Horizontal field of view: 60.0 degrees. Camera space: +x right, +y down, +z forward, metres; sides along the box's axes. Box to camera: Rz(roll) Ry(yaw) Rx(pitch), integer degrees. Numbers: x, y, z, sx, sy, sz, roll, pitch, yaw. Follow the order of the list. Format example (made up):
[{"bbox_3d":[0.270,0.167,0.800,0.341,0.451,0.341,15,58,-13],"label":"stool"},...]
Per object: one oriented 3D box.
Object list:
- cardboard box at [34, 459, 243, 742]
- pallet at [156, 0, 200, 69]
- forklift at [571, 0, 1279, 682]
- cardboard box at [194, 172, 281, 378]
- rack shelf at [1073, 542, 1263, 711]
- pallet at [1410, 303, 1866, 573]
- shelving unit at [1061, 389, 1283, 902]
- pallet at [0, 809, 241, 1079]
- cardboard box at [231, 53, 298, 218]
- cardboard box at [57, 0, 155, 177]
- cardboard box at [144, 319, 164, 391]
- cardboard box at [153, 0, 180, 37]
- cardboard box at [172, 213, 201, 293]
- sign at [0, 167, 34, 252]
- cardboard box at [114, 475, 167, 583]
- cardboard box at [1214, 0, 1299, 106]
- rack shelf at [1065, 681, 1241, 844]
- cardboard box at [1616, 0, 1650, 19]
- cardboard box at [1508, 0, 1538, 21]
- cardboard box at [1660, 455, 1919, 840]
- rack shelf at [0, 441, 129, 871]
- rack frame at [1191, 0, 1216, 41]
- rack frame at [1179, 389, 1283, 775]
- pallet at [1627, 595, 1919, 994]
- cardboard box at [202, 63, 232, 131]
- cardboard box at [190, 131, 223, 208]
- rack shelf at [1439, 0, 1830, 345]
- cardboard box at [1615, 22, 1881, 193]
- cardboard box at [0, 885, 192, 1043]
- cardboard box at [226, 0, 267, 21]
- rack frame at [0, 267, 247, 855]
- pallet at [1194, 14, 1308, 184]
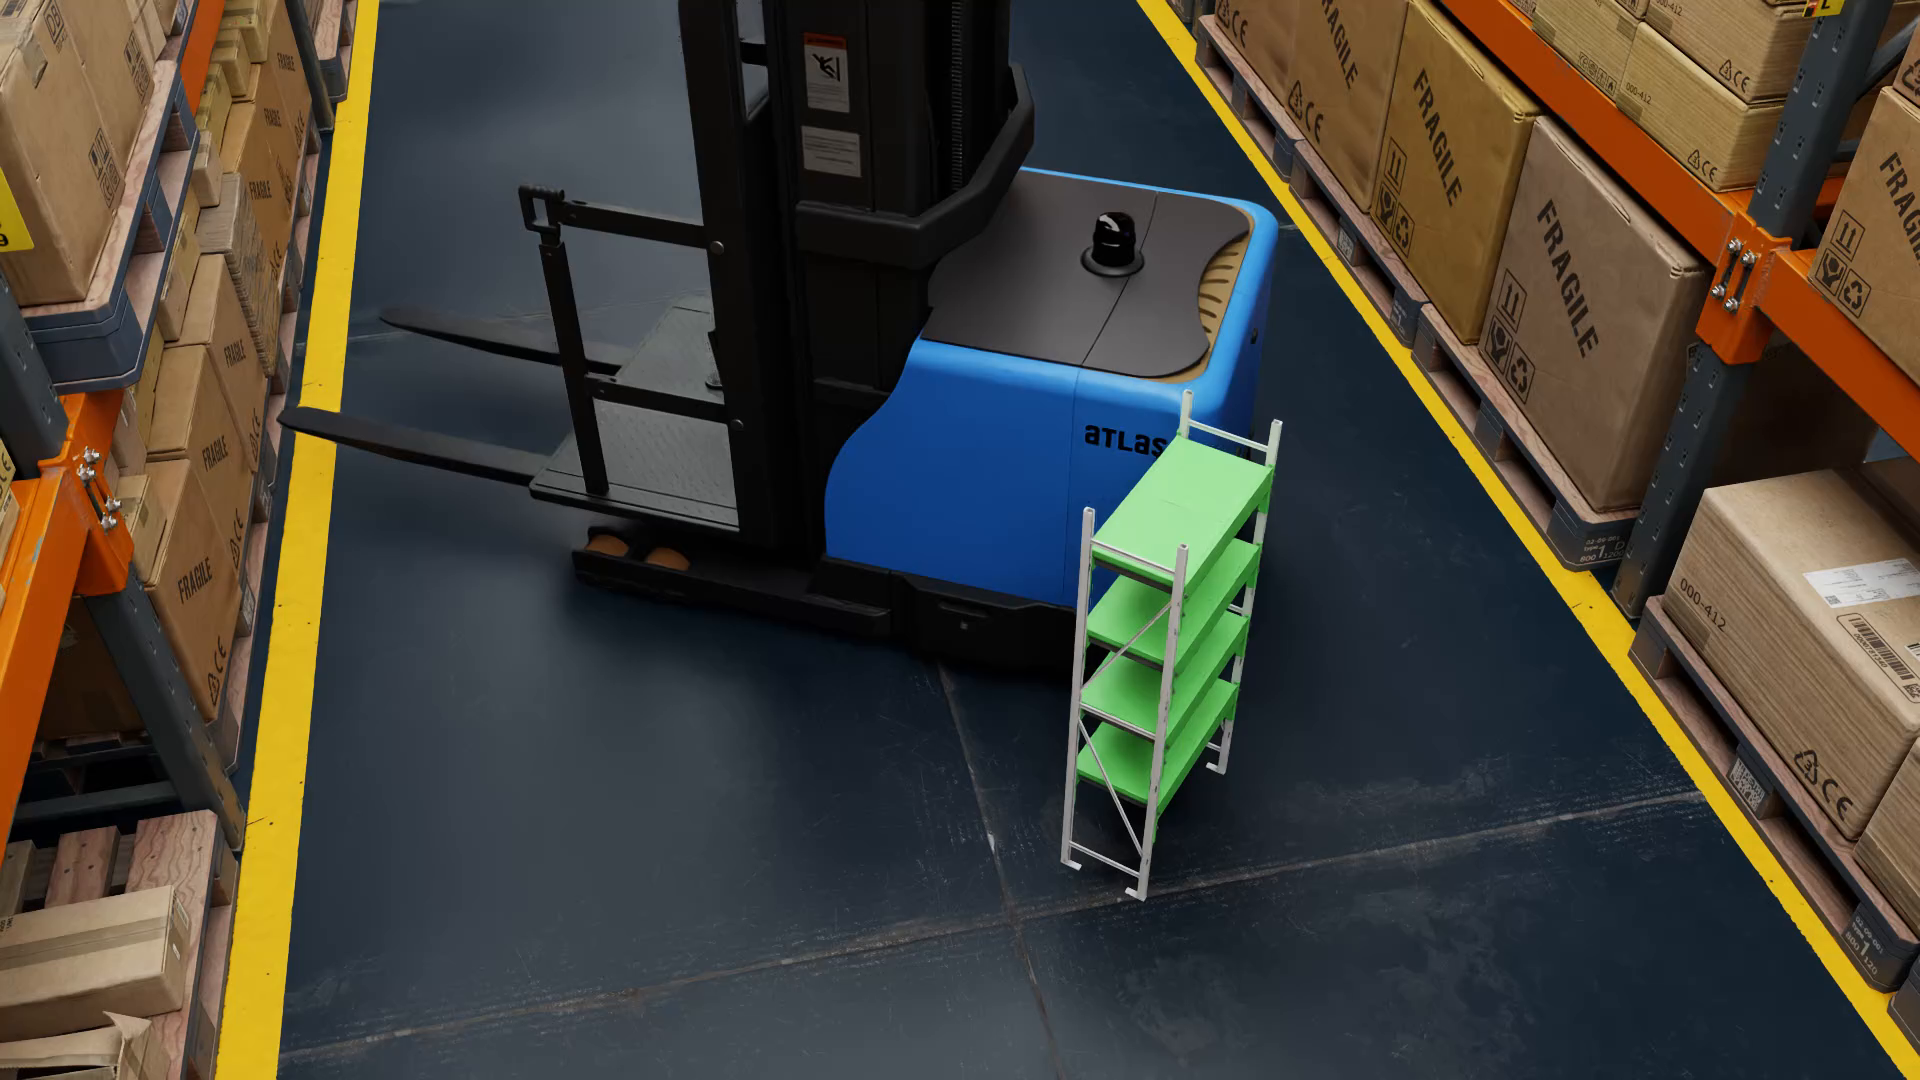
[{"bbox_3d":[-2.254,0.158,4.379,0.500,0.500,0.500,-7,42,-7],"label":"cardboard box"},{"bbox_3d":[-2.809,-1.535,4.864,1.003,0.211,1.213,-8,42,-9],"label":"pallet"},{"bbox_3d":[-0.660,-1.231,4.429,3.031,2.935,1.130,12,43,13],"label":"forklift"},{"bbox_3d":[-2.588,-0.847,5.511,0.500,0.500,0.500,-10,43,-11],"label":"cardboard box"},{"bbox_3d":[0.493,0.153,3.909,0.258,0.148,0.480,22,46,23],"label":"rack shelf"},{"bbox_3d":[2.236,-0.434,5.580,1.003,0.211,1.213,-8,42,-9],"label":"pallet"},{"bbox_3d":[0.493,0.285,4.025,0.258,1.200,0.503,22,46,23],"label":"shelving unit"},{"bbox_3d":[-2.222,1.214,3.723,1.003,0.211,1.213,-8,42,-9],"label":"pallet"},{"bbox_3d":[-2.834,-1.520,6.269,0.500,0.500,0.500,-9,42,-10],"label":"cardboard box"},{"bbox_3d":[-2.367,-1.150,3.894,0.700,0.500,0.500,-8,42,-9],"label":"cardboard box"},{"bbox_3d":[-2.462,-0.518,4.652,0.380,0.149,0.250,-9,42,-10],"label":"cardboard box"},{"bbox_3d":[-2.537,-1.658,4.467,0.700,0.500,0.500,-9,42,-10],"label":"cardboard box"},{"bbox_3d":[-2.530,-0.847,5.022,0.380,0.149,0.250,-7,42,-8],"label":"cardboard box"},{"bbox_3d":[-1.841,-0.680,3.105,0.100,0.325,0.005,-8,42,-9],"label":"sign"},{"bbox_3d":[-2.187,-0.009,4.079,0.380,0.149,0.250,-6,42,-7],"label":"cardboard box"},{"bbox_3d":[1.681,-2.483,7.072,0.875,0.875,0.875,-9,42,-10],"label":"cardboard box"},{"bbox_3d":[0.493,0.512,4.227,0.258,0.148,0.480,22,46,23],"label":"rack shelf"},{"bbox_3d":[2.029,-1.692,4.633,0.500,0.250,0.500,-7,42,-8],"label":"cardboard box"},{"bbox_3d":[1.934,-1.846,5.183,0.500,0.250,0.500,-9,42,-10],"label":"cardboard box"},{"bbox_3d":[2.507,0.236,4.338,0.875,0.438,0.875,-9,42,-10],"label":"cardboard box"},{"bbox_3d":[-1.938,1.292,2.077,1.077,0.370,4.000,-8,42,-9],"label":"rack shelf"},{"bbox_3d":[1.613,-3.580,7.024,1.000,3.000,0.127,-8,42,-9],"label":"rack frame"},{"bbox_3d":[0.620,0.146,4.182,0.240,1.200,0.015,22,46,23],"label":"rack frame"},{"bbox_3d":[2.564,0.559,4.461,1.003,0.211,1.213,-8,42,-9],"label":"pallet"},{"bbox_3d":[-2.764,-1.521,5.781,0.380,0.149,0.250,-7,42,-8],"label":"cardboard box"},{"bbox_3d":[-2.620,-1.184,5.403,0.380,0.149,0.250,-10,43,-11],"label":"cardboard box"},{"bbox_3d":[2.045,-2.015,5.802,1.077,0.370,4.000,-8,42,-9],"label":"rack shelf"},{"bbox_3d":[2.133,-1.186,4.440,0.500,0.250,0.500,-9,42,-10],"label":"cardboard box"},{"bbox_3d":[-1.963,0.954,3.747,0.380,0.149,0.250,-10,42,-11],"label":"cardboard box"},{"bbox_3d":[-2.879,-2.048,6.375,0.380,0.149,0.250,-10,43,-11],"label":"cardboard box"},{"bbox_3d":[-2.370,-0.274,3.299,1.000,3.000,0.127,-8,42,-9],"label":"rack frame"},{"bbox_3d":[1.709,-2.016,7.362,1.003,0.211,1.213,-8,42,-9],"label":"pallet"}]
